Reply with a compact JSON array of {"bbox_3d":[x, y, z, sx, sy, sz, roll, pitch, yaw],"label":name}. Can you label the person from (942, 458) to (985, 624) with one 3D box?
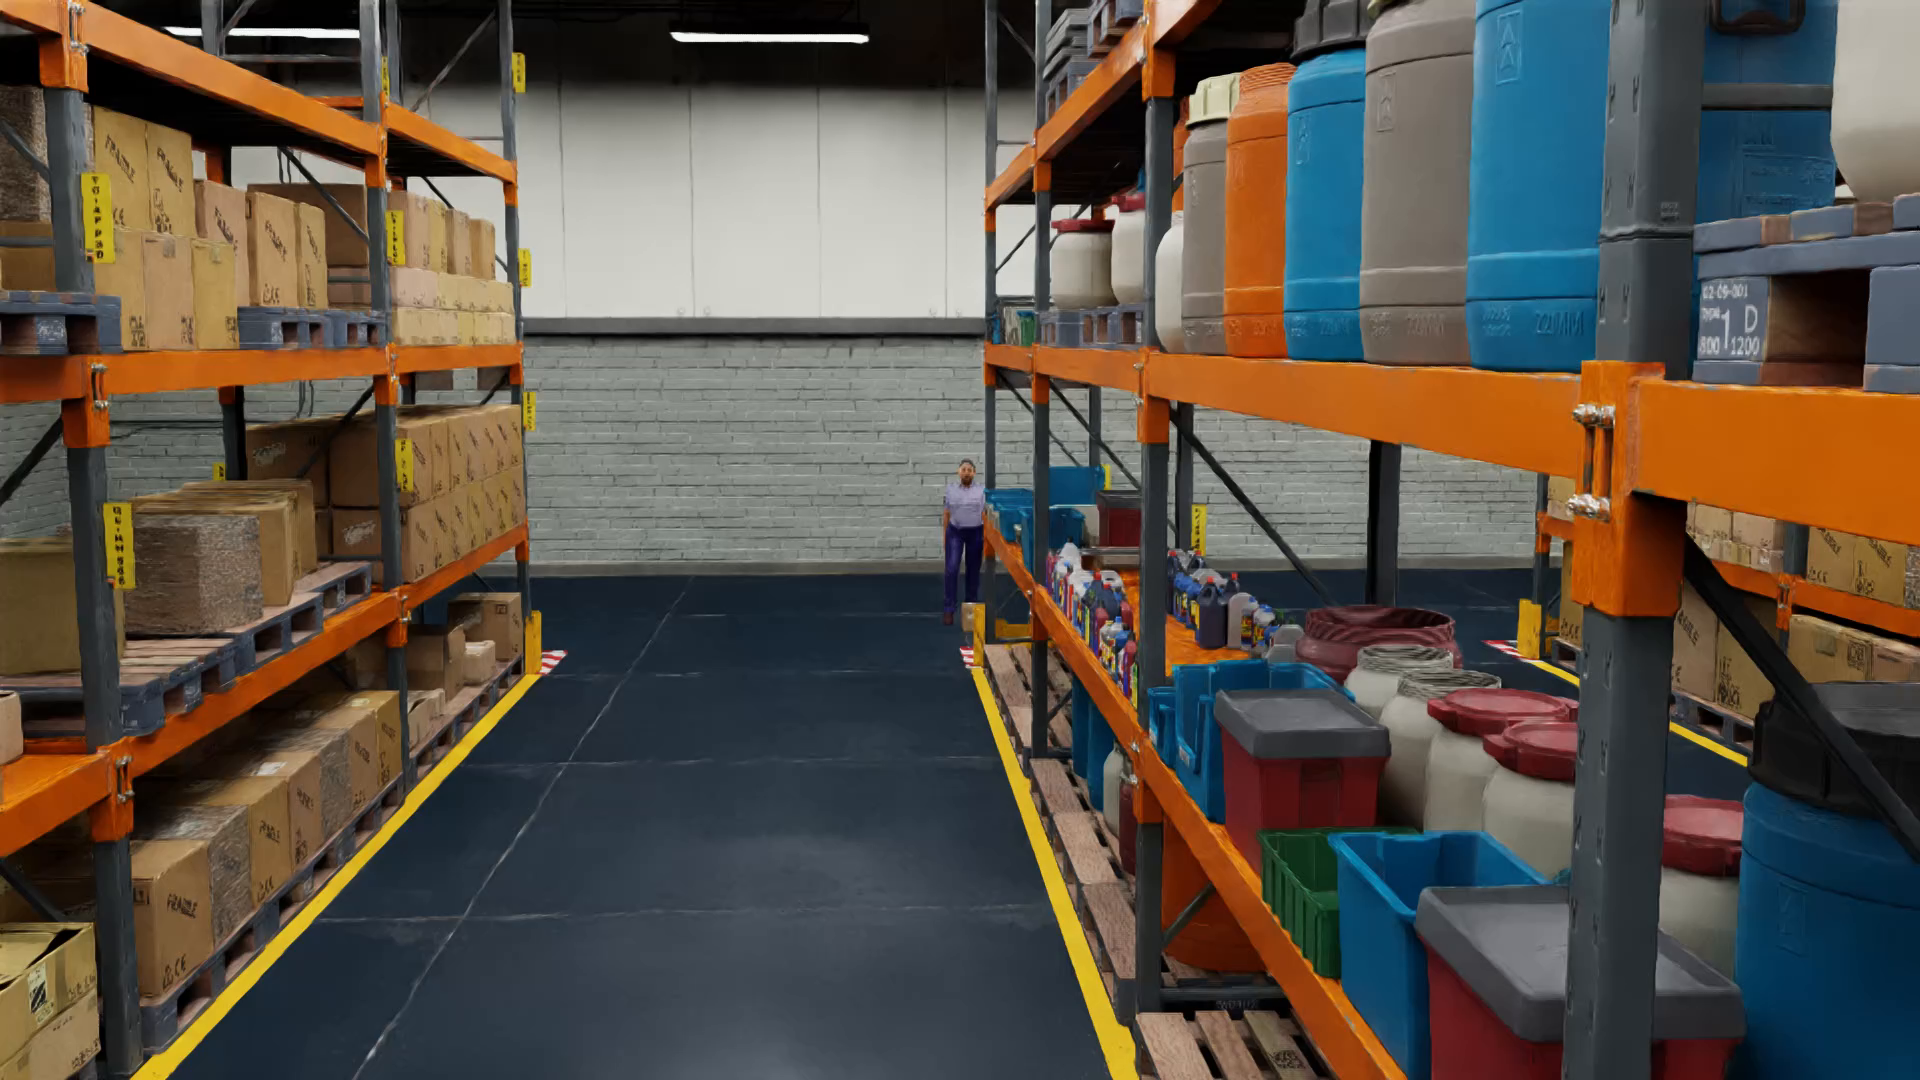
[{"bbox_3d":[0.052,0.005,16.790,0.509,1.627,0.586,-1,7,-6],"label":"person"}]
